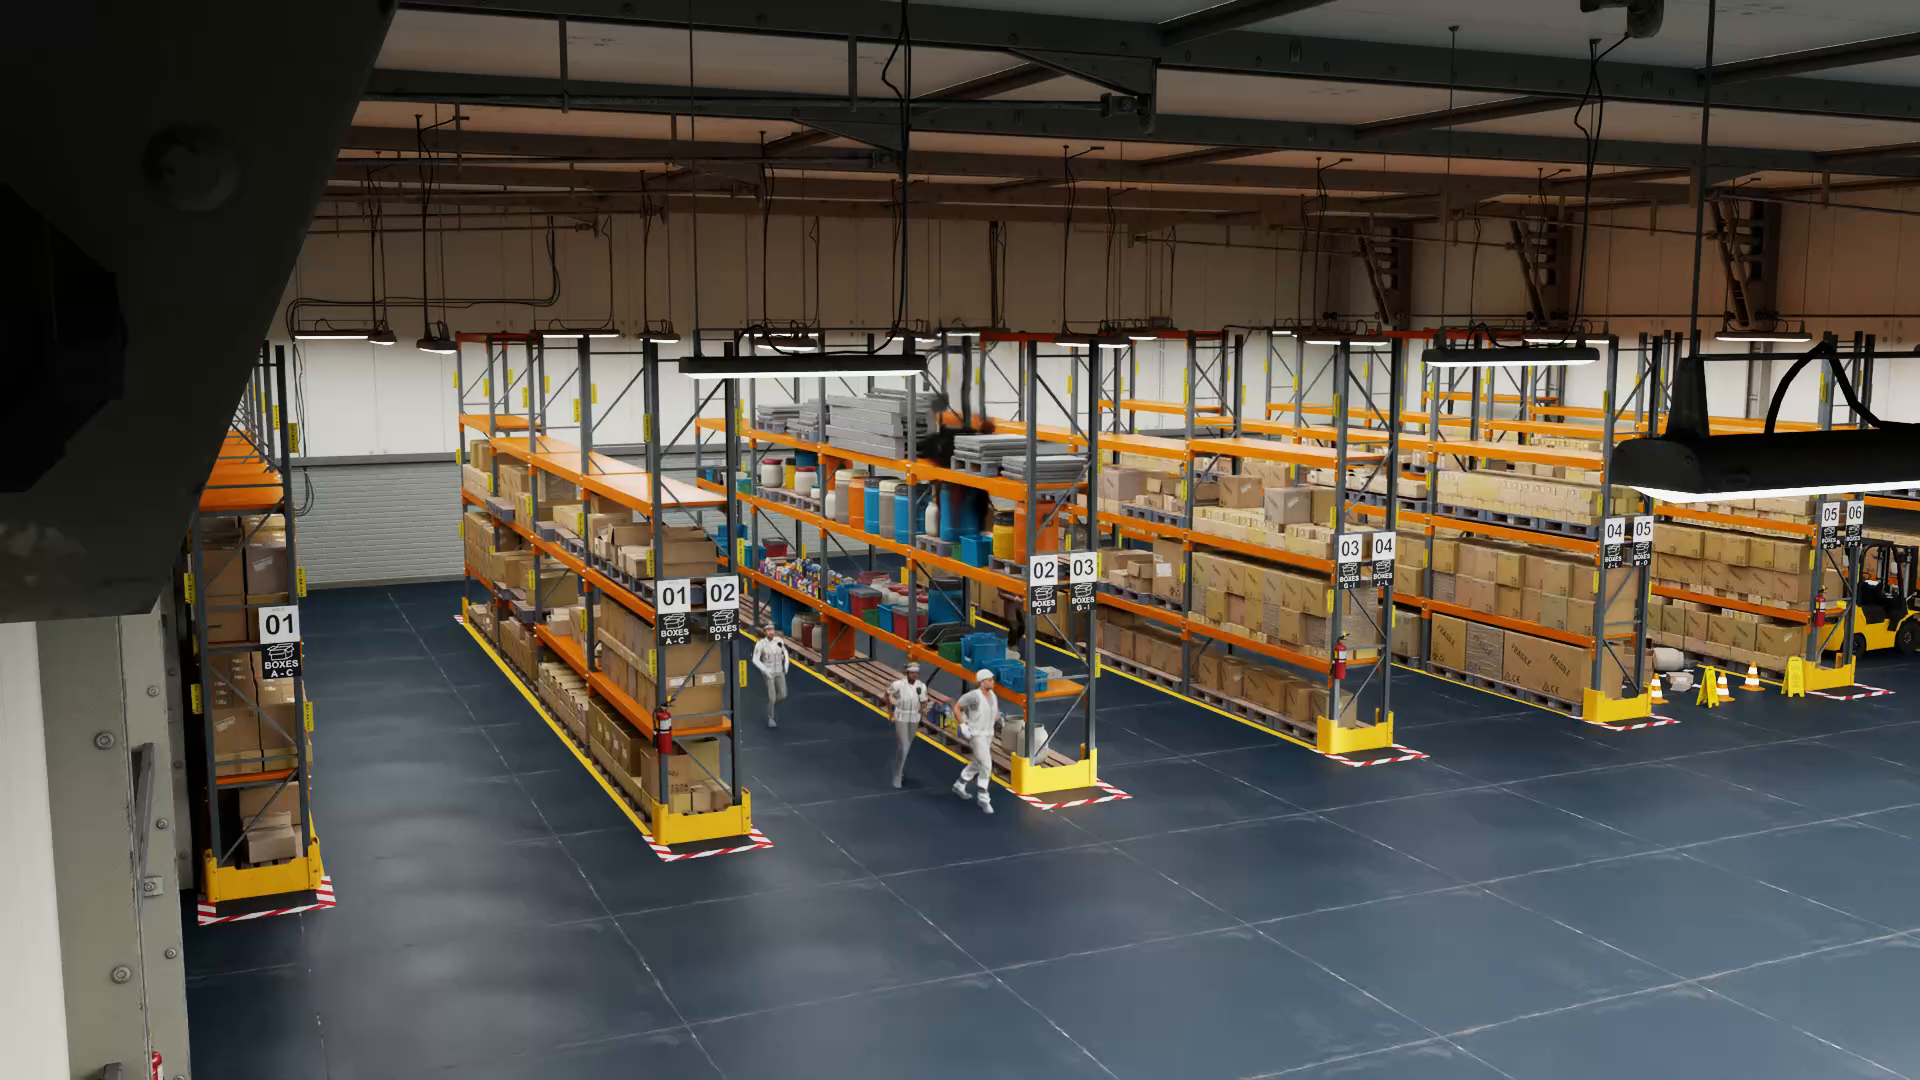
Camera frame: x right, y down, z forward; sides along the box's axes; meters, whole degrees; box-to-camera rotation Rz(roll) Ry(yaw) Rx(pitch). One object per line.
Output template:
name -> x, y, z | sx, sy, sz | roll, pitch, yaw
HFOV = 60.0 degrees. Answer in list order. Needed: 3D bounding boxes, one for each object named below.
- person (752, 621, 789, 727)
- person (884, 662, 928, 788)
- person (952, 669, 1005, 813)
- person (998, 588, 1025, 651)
person -> -2.897, 2.059, 25.723 | 0.625, 1.663, 0.490 | -4, 9, -30
person -> -0.710, 2.491, 22.613 | 0.557, 1.727, 0.743 | -3, 8, -21
person -> 0.248, 2.576, 21.577 | 0.794, 1.838, 0.677 | 6, 9, 36
person -> 1.025, 1.252, 31.303 | 0.689, 1.704, 0.587 | -4, 8, -25
